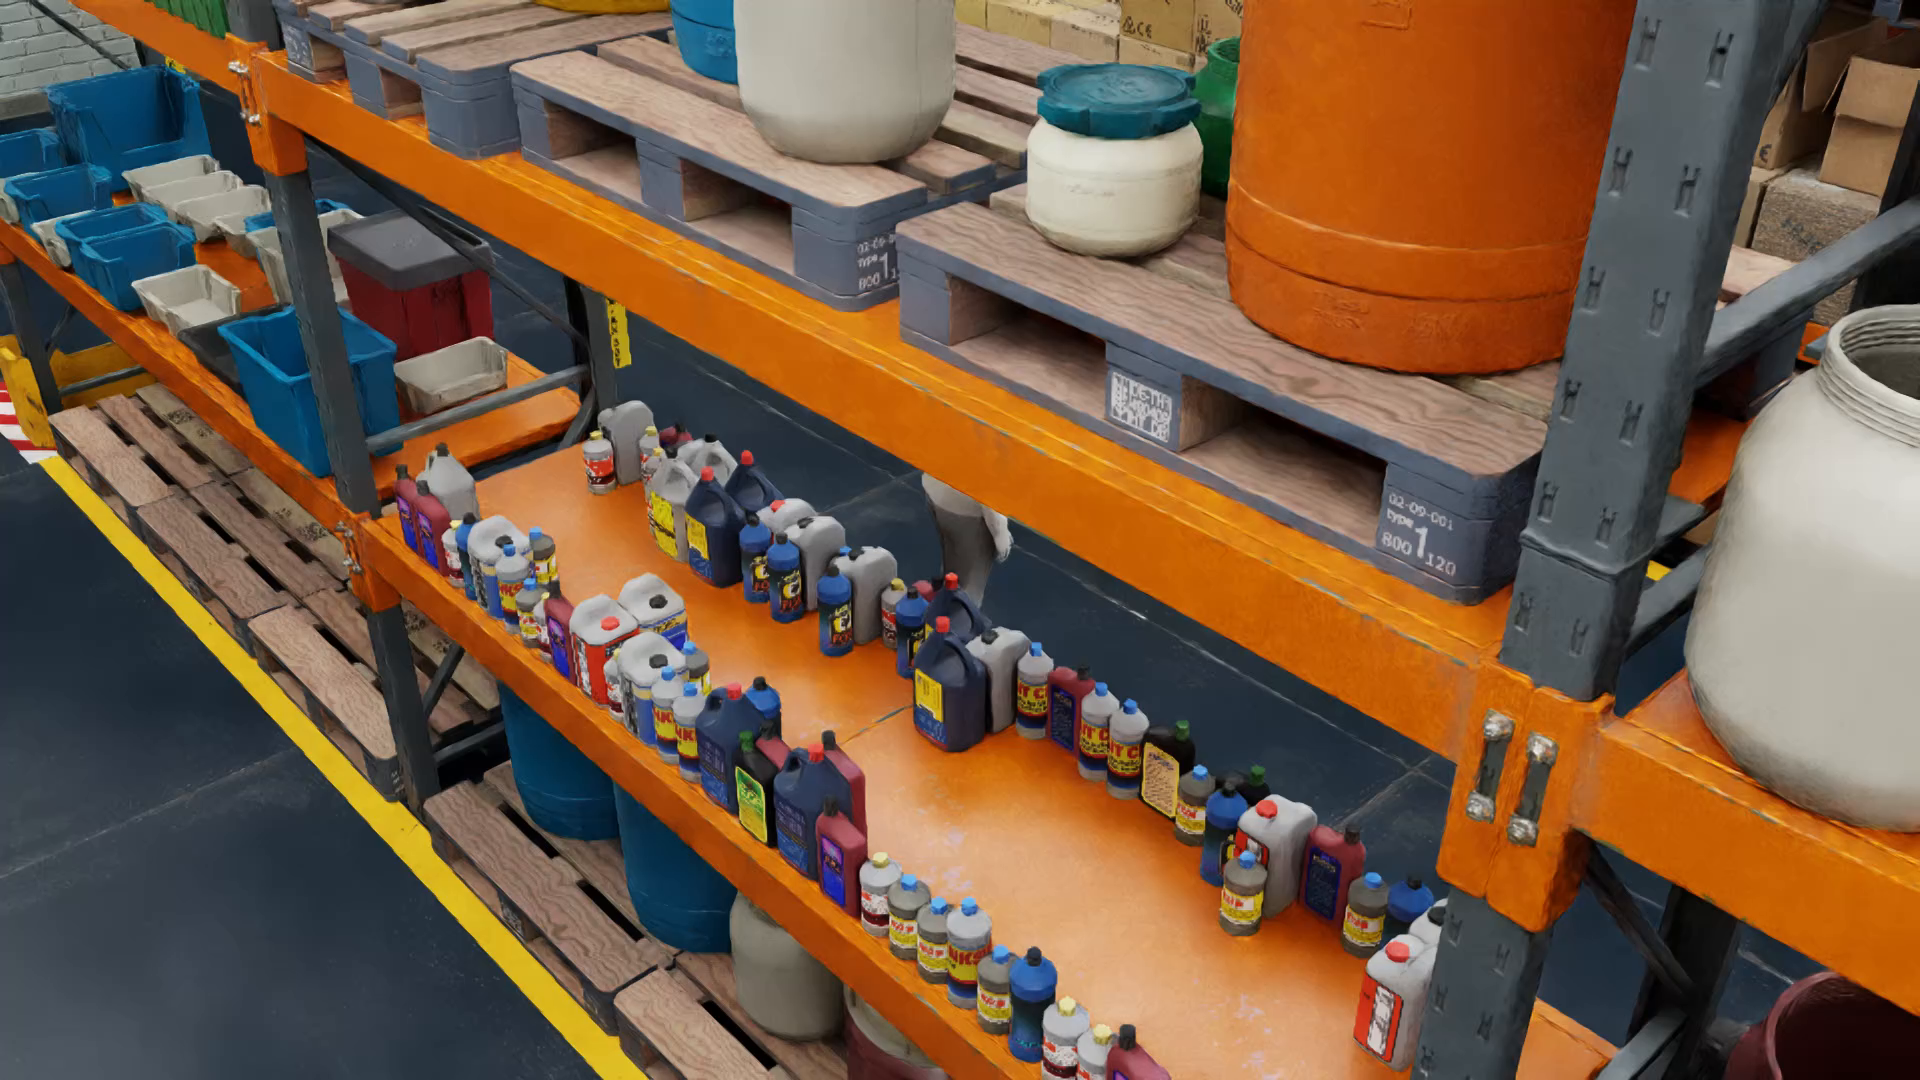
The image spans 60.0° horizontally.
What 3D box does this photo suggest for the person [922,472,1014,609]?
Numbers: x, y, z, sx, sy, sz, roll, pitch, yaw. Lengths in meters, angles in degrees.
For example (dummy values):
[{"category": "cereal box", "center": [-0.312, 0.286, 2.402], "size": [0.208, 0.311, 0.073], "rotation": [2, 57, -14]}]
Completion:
[{"category": "person", "center": [0.029, -0.136, 6.291], "size": [0.369, 1.682, 0.589], "rotation": [-10, 33, -15]}]
